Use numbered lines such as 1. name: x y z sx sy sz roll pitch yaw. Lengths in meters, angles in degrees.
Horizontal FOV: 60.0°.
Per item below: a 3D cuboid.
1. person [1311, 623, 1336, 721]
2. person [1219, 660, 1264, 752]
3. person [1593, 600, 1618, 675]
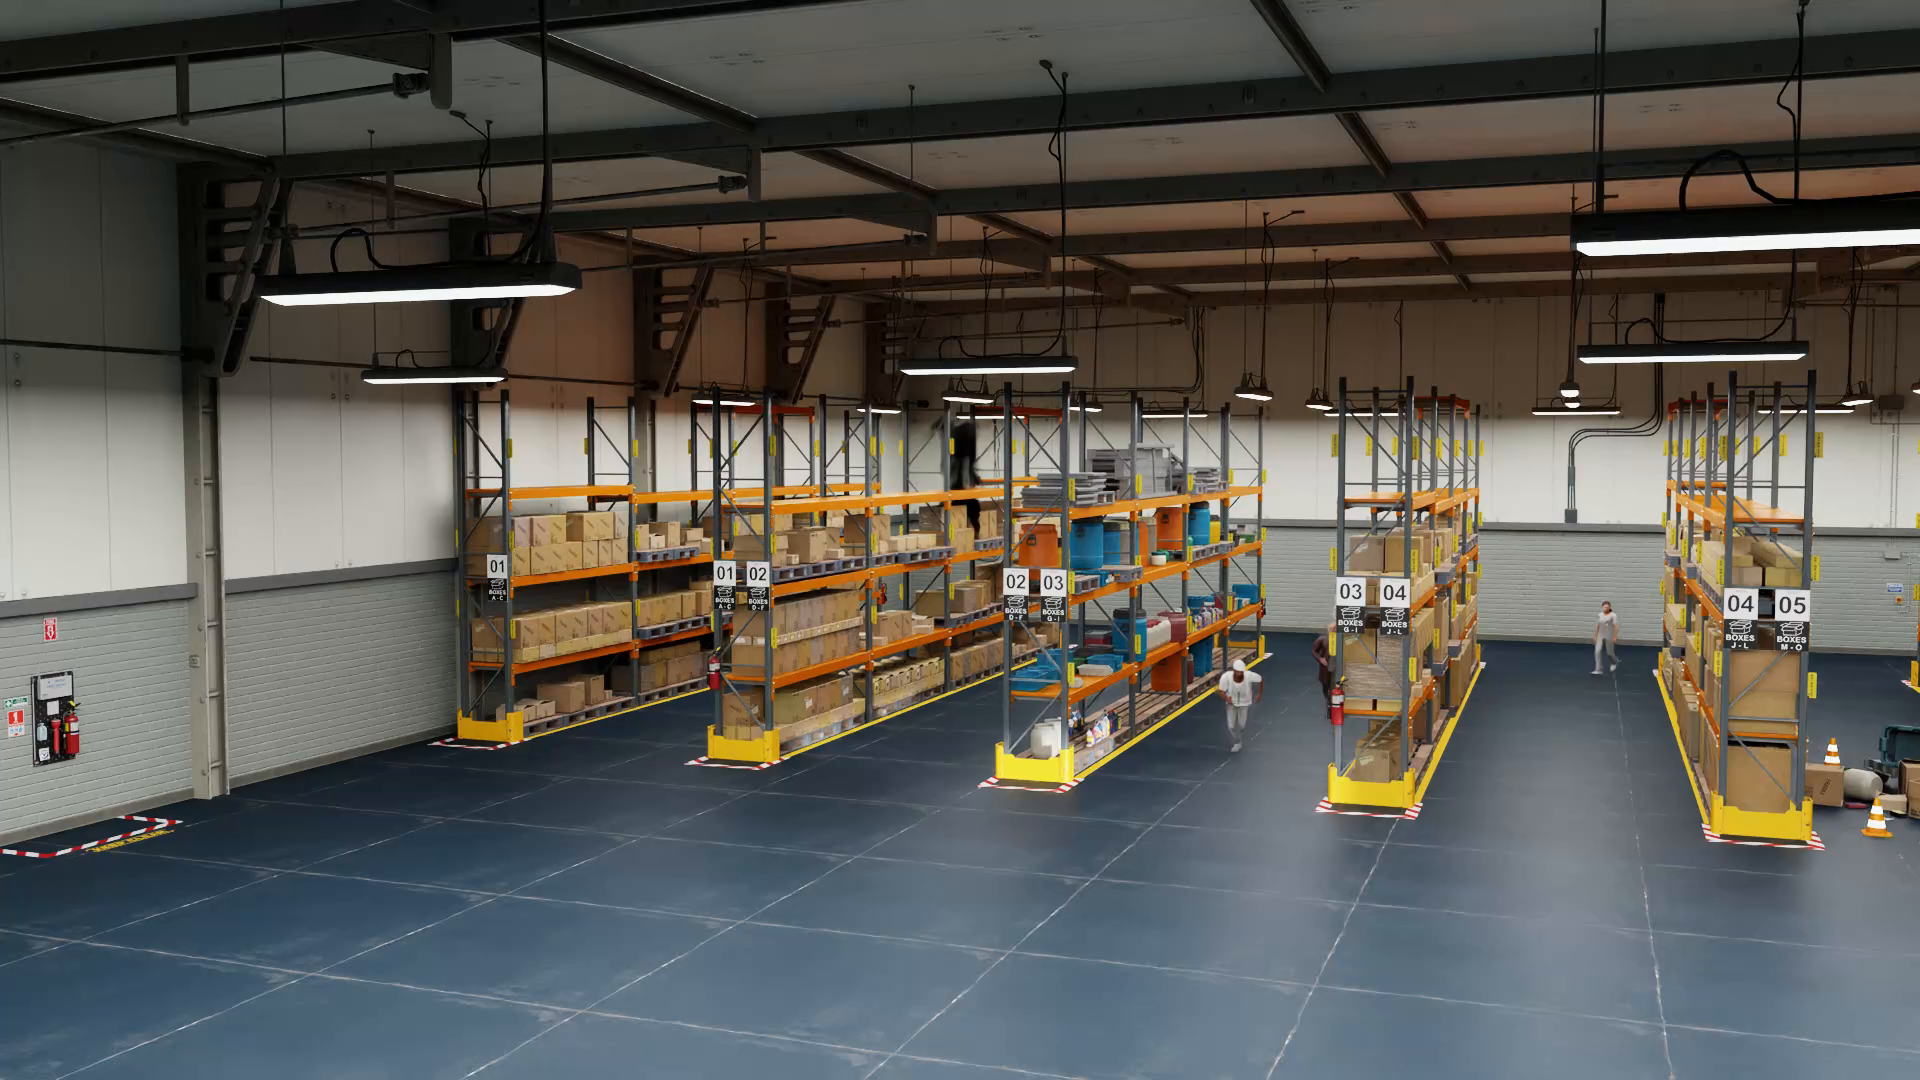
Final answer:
1. person: 6.911 2.416 30.960 0.734 1.773 1.070 1 3 14
2. person: 4.610 2.721 27.259 0.728 1.572 0.849 1 3 9
3. person: 14.274 2.142 36.710 0.526 1.641 0.743 3 4 44
